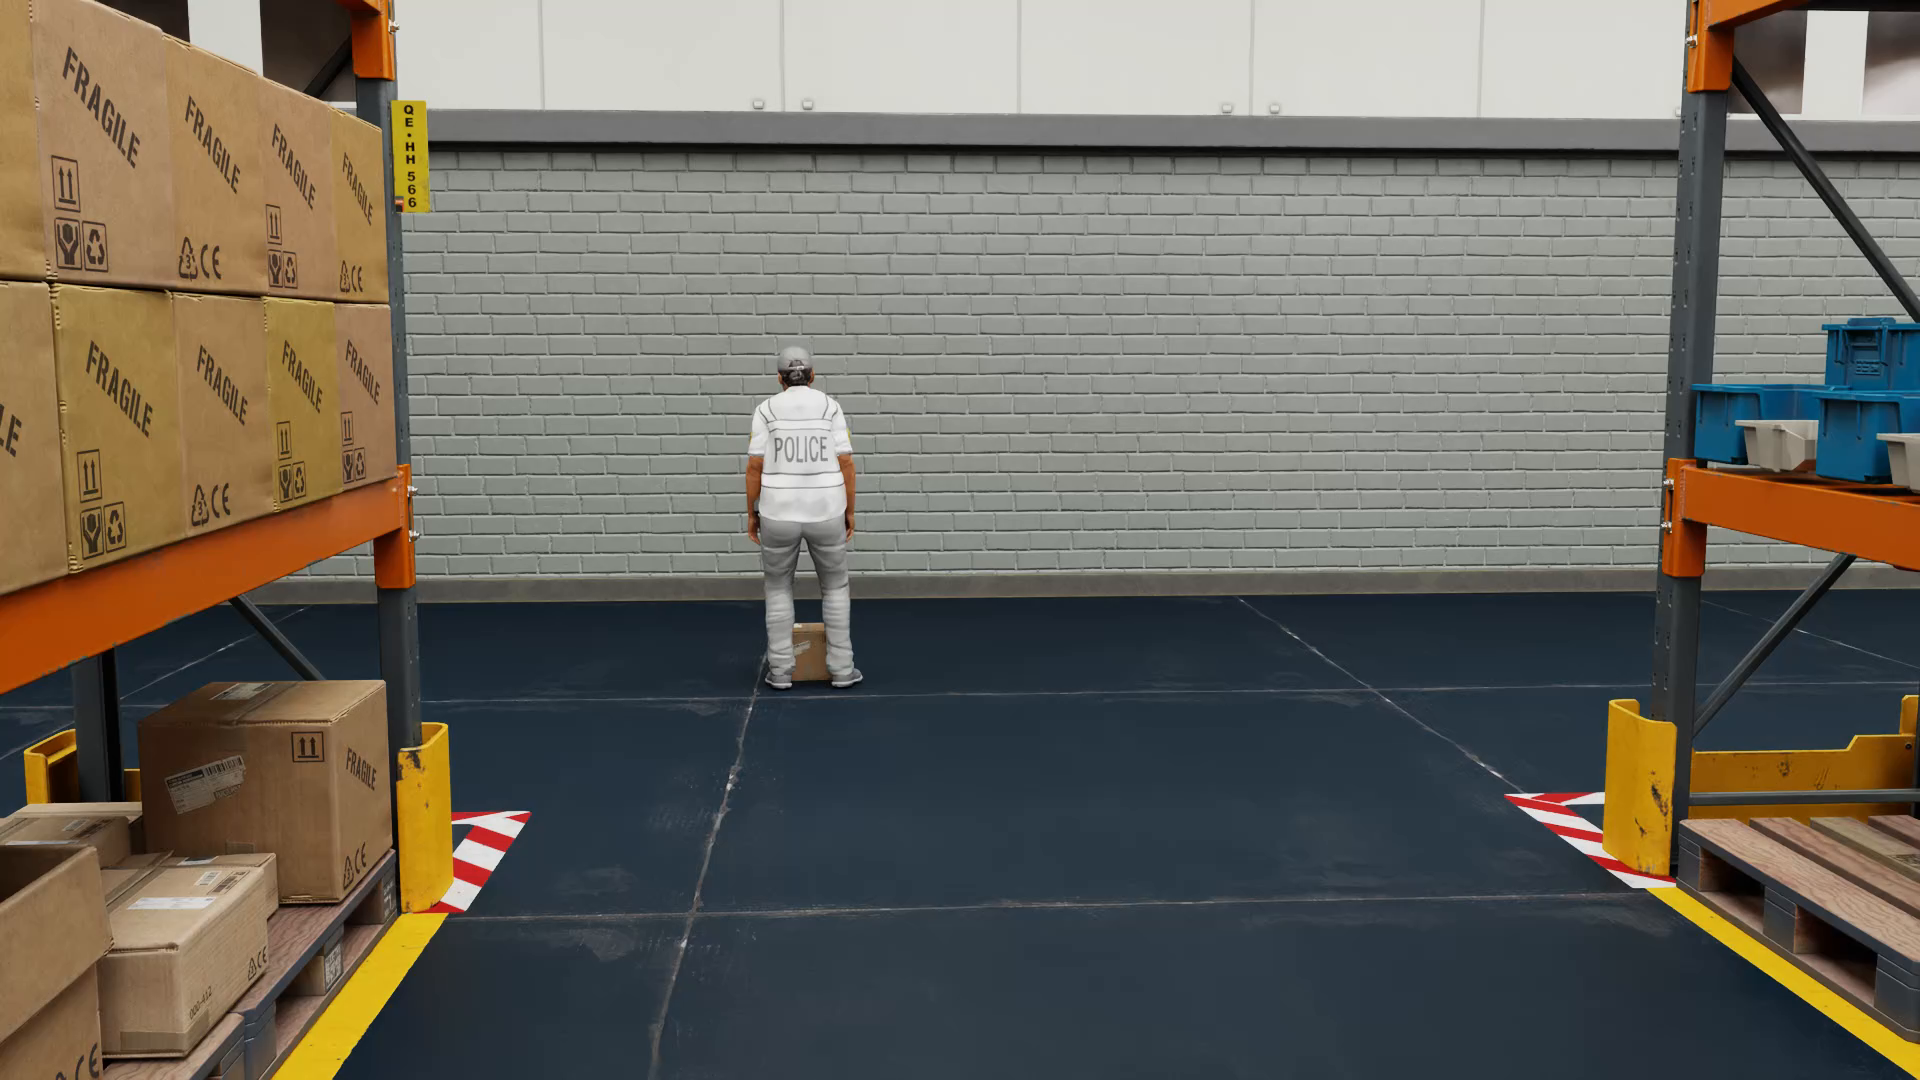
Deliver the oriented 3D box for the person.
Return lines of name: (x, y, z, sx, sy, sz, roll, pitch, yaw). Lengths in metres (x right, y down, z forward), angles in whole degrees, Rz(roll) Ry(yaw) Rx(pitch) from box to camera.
person: (-0.760, -0.111, 8.128, 0.563, 1.667, 0.462, -1, 7, -7)
